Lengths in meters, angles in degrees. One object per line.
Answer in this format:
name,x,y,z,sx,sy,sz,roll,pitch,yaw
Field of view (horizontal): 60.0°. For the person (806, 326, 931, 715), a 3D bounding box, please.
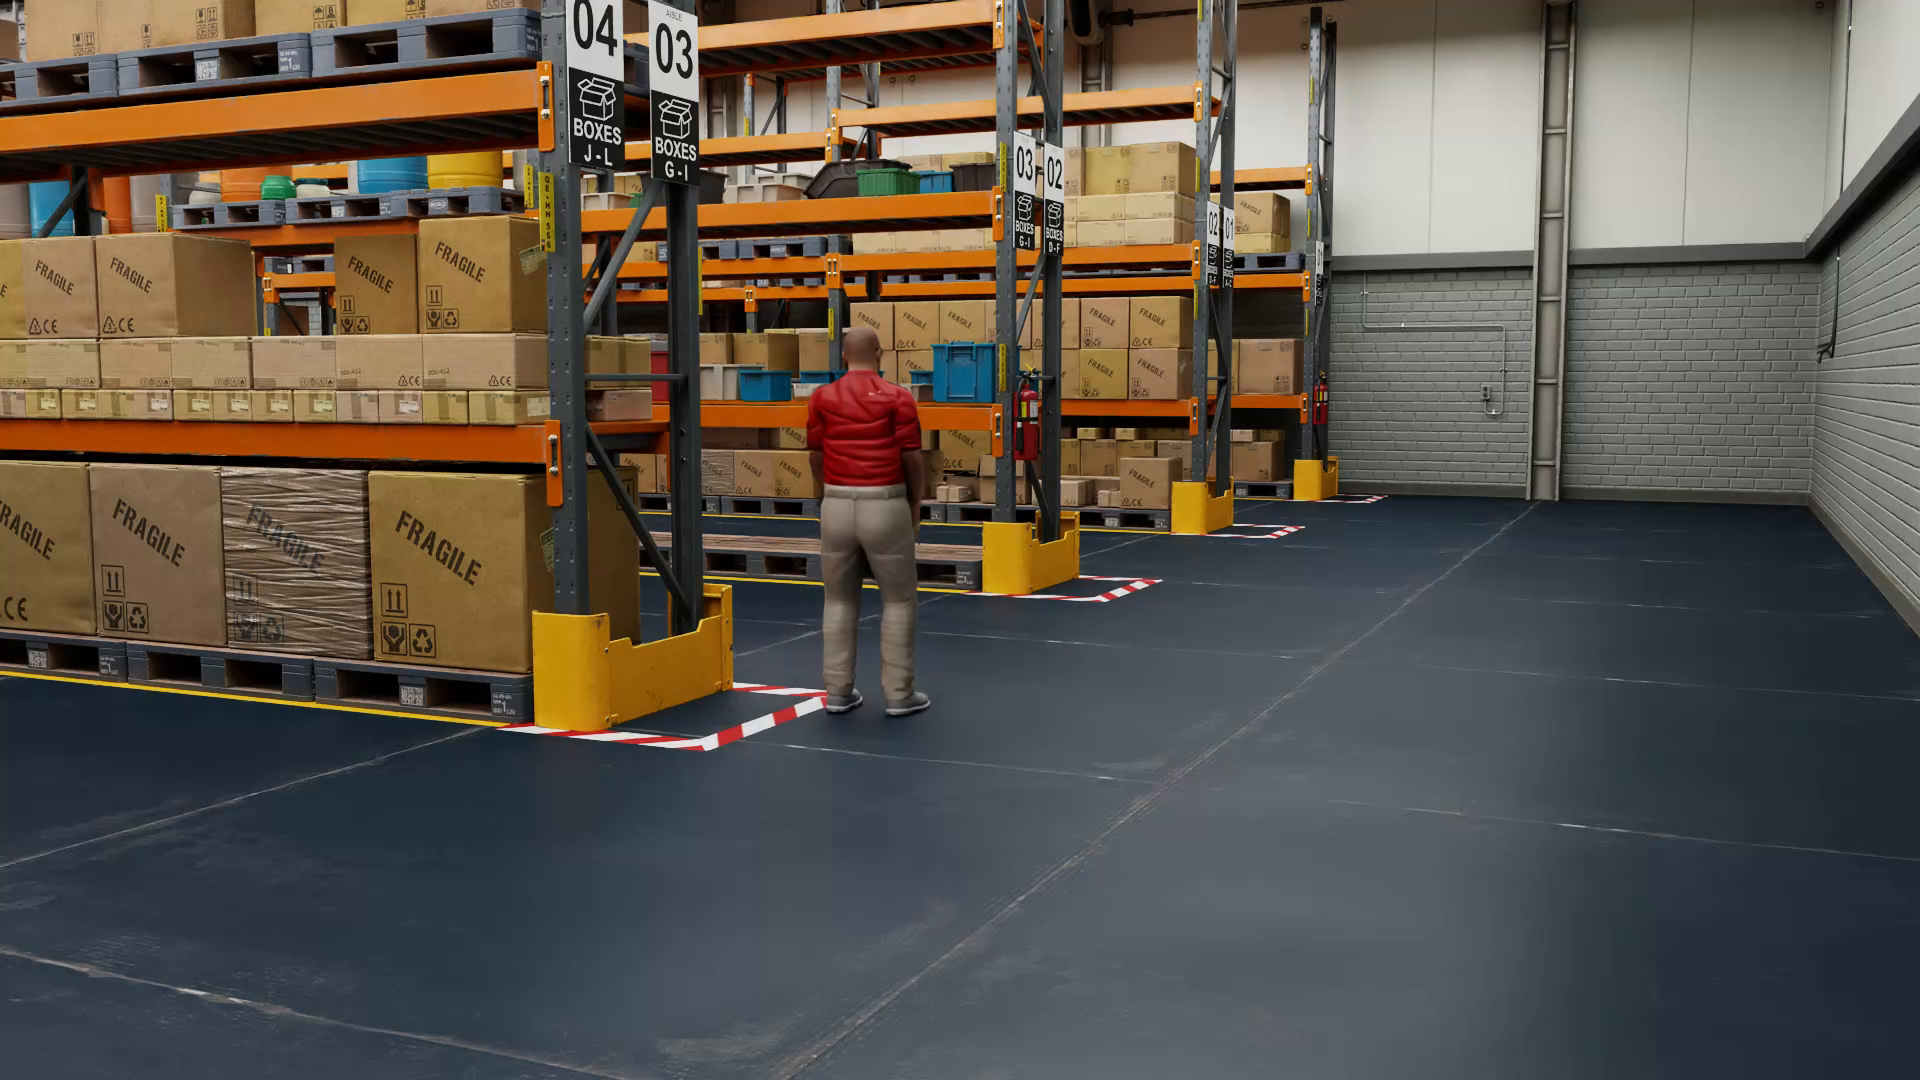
person,-0.407,-0.092,7.517,0.532,1.733,0.470,2,6,16
